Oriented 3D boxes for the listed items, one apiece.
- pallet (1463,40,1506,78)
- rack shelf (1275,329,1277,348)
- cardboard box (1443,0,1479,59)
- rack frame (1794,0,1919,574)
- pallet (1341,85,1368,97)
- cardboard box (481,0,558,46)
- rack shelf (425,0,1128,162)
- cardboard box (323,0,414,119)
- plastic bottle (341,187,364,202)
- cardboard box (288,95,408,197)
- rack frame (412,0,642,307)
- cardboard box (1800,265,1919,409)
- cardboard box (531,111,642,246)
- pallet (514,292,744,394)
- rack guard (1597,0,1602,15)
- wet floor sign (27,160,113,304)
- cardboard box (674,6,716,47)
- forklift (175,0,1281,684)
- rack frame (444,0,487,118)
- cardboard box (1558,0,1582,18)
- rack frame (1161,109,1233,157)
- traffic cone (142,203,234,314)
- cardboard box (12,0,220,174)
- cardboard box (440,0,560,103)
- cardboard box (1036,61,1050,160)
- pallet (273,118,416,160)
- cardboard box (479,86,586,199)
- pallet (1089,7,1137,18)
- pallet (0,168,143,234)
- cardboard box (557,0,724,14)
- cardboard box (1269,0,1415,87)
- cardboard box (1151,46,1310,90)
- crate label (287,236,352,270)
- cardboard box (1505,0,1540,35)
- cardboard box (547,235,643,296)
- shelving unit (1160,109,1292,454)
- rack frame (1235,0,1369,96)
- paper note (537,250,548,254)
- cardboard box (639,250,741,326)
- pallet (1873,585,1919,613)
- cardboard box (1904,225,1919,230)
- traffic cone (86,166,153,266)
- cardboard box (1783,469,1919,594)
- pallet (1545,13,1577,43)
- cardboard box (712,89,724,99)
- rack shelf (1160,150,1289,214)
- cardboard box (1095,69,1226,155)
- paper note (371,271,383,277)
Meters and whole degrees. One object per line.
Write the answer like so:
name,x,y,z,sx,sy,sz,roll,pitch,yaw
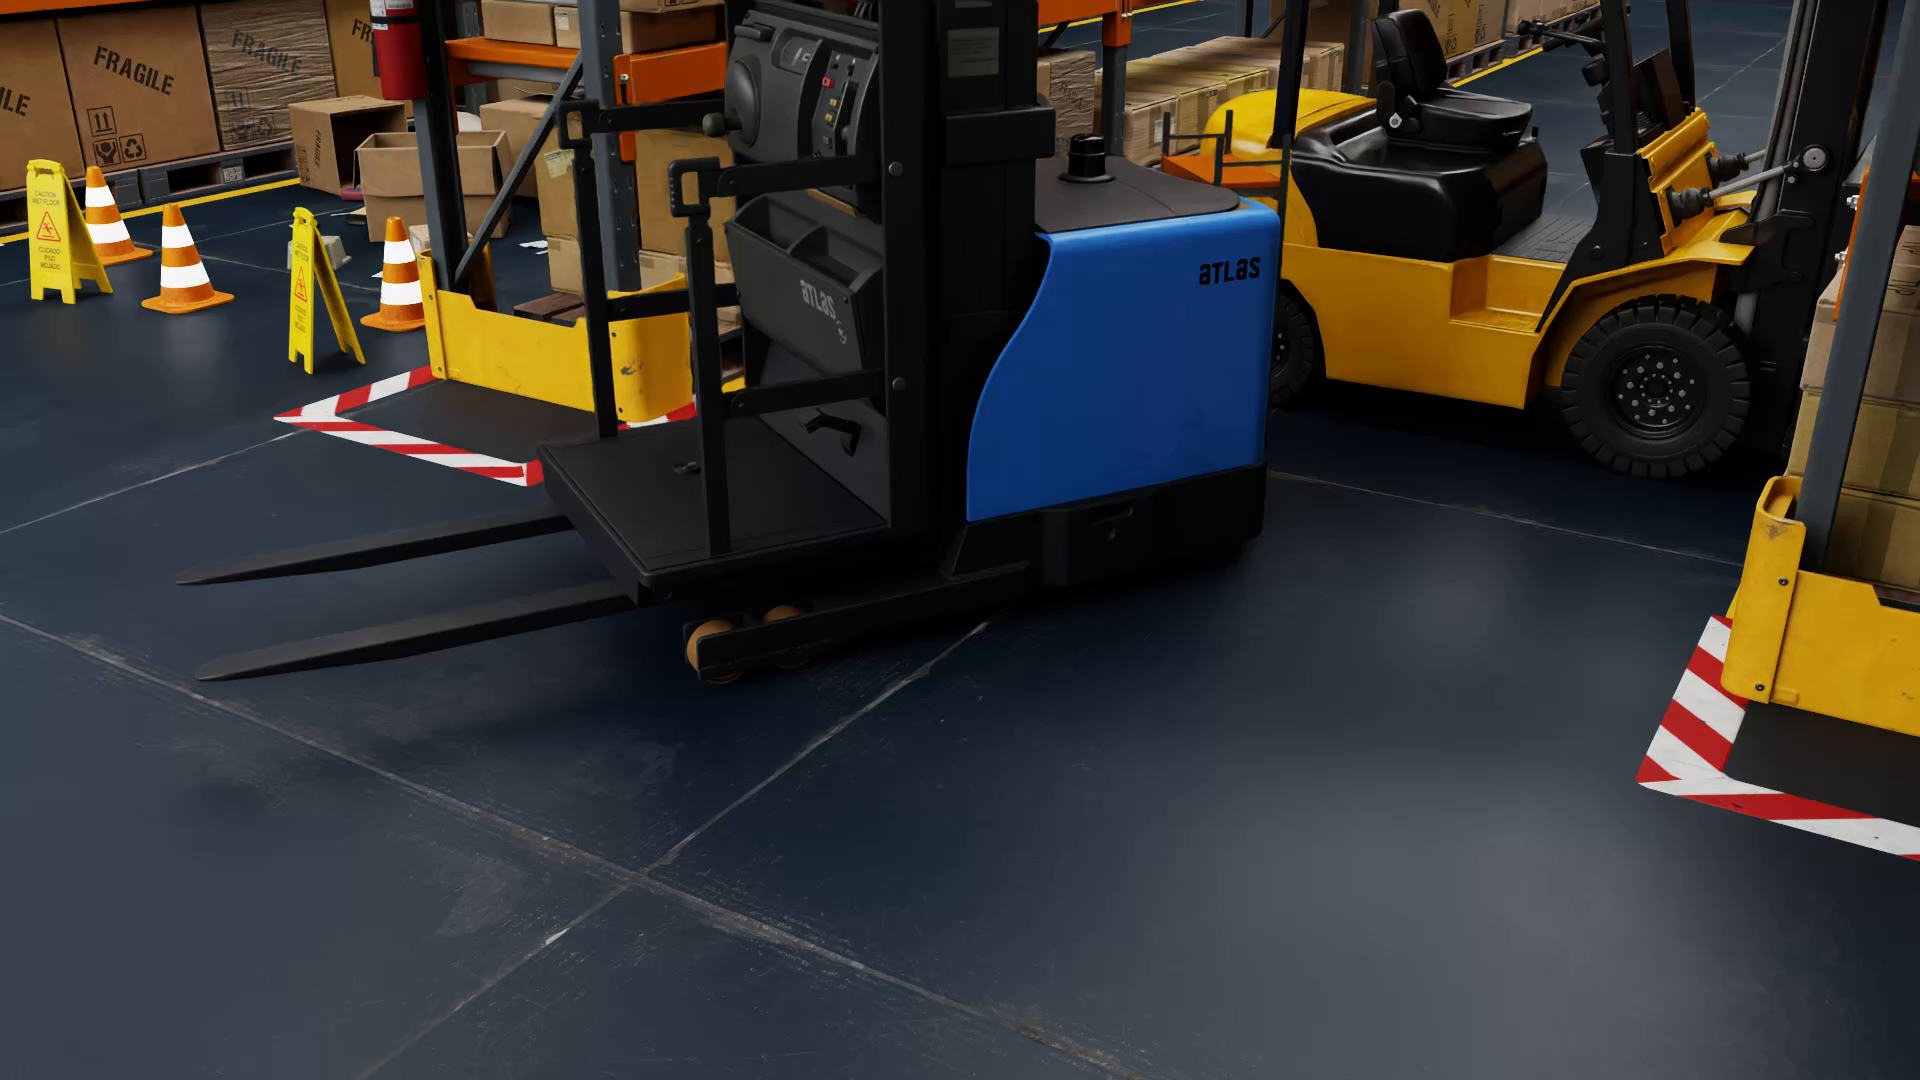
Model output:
pallet,4.342,-4.458,15.283,1.003,0.211,1.213,14,27,29
rack shelf,0.845,-0.717,5.564,0.258,0.148,0.480,-5,24,-12
cardboard box,3.956,-4.699,14.476,0.875,0.875,0.875,15,27,30
rack frame,2.574,-0.925,3.612,1.000,3.000,0.127,14,27,29
pallet,3.055,-3.635,13.381,1.003,0.211,1.213,14,27,29
cardboard box,-1.630,-2.020,6.456,0.380,0.149,0.250,15,28,31
rack shelf,-0.590,-2.309,7.714,1.077,0.370,4.000,14,27,29
cardboard box,-4.185,-3.337,11.330,0.875,0.875,0.875,14,27,30
plastic bottle,-3.535,-2.063,9.939,0.283,0.061,0.133,5,24,11
cardboard box,-3.741,-2.432,10.236,0.500,0.500,0.500,20,30,38
rack frame,-1.645,-1.964,6.011,1.000,3.000,0.127,14,27,29
cardboard box,2.552,-0.536,4.386,0.500,0.250,0.500,15,28,31
cardboard box,-1.444,-1.564,7.076,0.500,0.500,0.500,14,27,29
pallet,-1.147,-0.977,7.241,1.003,0.211,1.213,14,27,29
rack guard,6.807,-6.225,19.001,1.175,0.500,0.348,14,27,29
wet floor sign,-4.237,-1.462,7.816,0.267,0.644,0.232,9,25,20
cardboard box,-1.169,-2.008,6.430,0.380,0.149,0.250,14,27,30
forklift,-0.613,-1.205,4.345,3.031,2.935,1.130,-12,26,-25
rack frame,-3.794,-4.317,11.447,1.000,3.000,0.127,14,27,29
cardboard box,6.056,-5.827,17.631,0.875,0.438,0.875,15,27,30
rack frame,0.792,-0.873,5.756,0.240,1.200,0.015,-5,24,-12
traffic cone,-3.637,-1.333,7.747,0.336,0.463,0.334,14,27,29
cardboard box,-5.140,-2.725,9.915,0.875,0.875,0.875,13,27,28
cardboard box,-3.543,-3.706,12.338,1.050,0.750,0.750,14,27,29
cardboard box,0.114,-2.161,8.455,0.500,0.500,0.500,14,27,30
pallet,-4.262,-2.797,11.446,1.003,0.211,1.213,14,27,29
cardboard box,-2.383,-2.322,9.809,0.797,0.637,0.503,14,27,29
pallet,1.393,-6.385,19.734,1.003,0.211,1.213,14,27,29
pallet,-5.549,-1.974,9.544,1.003,0.211,1.213,14,27,29
cardboard box,-1.160,-2.248,6.168,0.500,0.500,0.500,13,27,28
cardboard box,3.010,-4.098,13.086,0.875,0.875,0.875,14,27,28
cardboard box,1.886,-3.212,11.672,0.950,0.372,0.625,13,27,28
crate label,-3.275,-1.462,8.455,0.250,0.136,0.298,1,23,2
cardboard box,5.107,-5.221,16.230,0.875,0.438,0.875,13,27,28
cardboard box,-1.435,-1.232,7.253,0.500,0.250,0.500,14,27,29
shelving unit,0.845,-0.778,5.538,0.258,1.200,0.503,-5,24,-12
rack frame,2.575,-4.664,12.249,1.000,3.000,0.127,14,27,29
paper note,-2.176,-1.518,8.744,0.032,0.001,0.123,14,27,29
cardboard box,-0.985,-1.109,6.969,0.500,0.250,0.500,14,27,29
pallet,2.941,0.087,4.782,1.003,0.211,1.213,14,27,29
cardboard box,3.074,-0.882,5.185,0.500,0.250,0.500,14,27,30
traffic cone,-4.417,-1.685,8.560,0.336,0.463,0.334,14,27,29
cardboard box,2.553,-0.081,4.594,0.500,0.250,0.500,14,27,29
pallet,5.795,-5.388,17.431,1.003,0.211,1.213,14,27,29
cardboard box,-1.172,-2.084,7.460,0.380,0.149,0.250,14,27,30
rack shelf,0.845,-1.139,5.381,0.258,0.148,0.480,-5,24,-12
cardboard box,1.116,-2.722,10.541,0.950,0.372,0.625,16,28,32
paper note,-2.838,-1.338,8.302,0.148,0.019,0.142,5,24,11
